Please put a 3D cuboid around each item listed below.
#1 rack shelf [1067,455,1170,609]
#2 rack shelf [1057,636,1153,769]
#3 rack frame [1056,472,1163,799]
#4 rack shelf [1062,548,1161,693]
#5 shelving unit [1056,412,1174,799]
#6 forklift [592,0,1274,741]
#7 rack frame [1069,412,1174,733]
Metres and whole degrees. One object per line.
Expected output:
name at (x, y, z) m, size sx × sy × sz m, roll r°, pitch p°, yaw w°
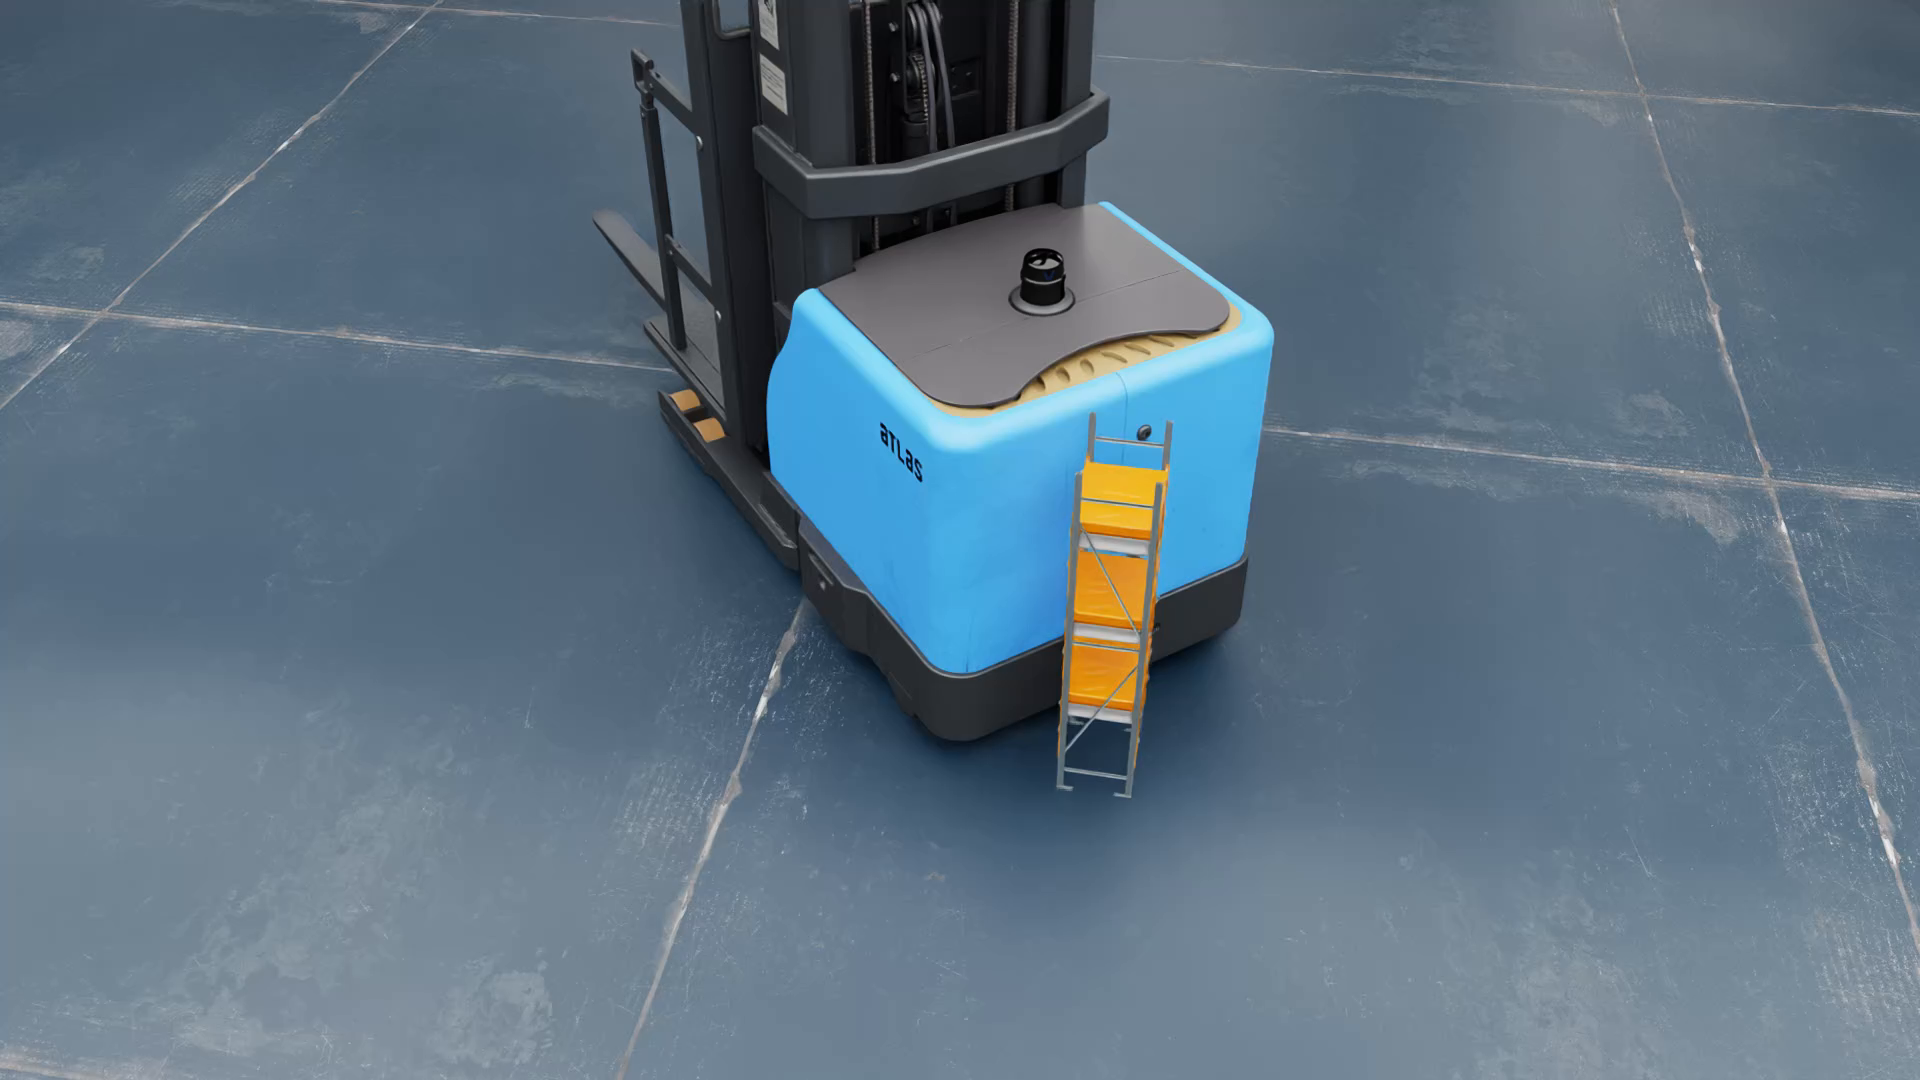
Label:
rack shelf at (0.383, -0.021, 4.021) m, size 0.215 × 0.259 × 0.240 m, roll 7°, pitch 40°, yaw 8°
rack shelf at (0.381, 0.414, 4.377) m, size 0.215 × 0.259 × 0.240 m, roll 7°, pitch 40°, yaw 8°
rack frame at (0.359, 0.266, 4.101) m, size 0.200 × 1.050 × 0.008 m, roll 7°, pitch 40°, yaw 8°
rack shelf at (0.382, 0.199, 4.201) m, size 0.215 × 0.259 × 0.240 m, roll 7°, pitch 40°, yaw 8°
shelving unit at (0.382, 0.190, 4.194) m, size 0.215 × 1.050 × 0.252 m, roll 7°, pitch 40°, yaw 8°
forklift at (-0.361, -1.506, 4.771) m, size 1.130 × 2.935 × 3.031 m, roll -21°, pitch 44°, yaw -23°
rack frame at (0.405, 0.115, 4.287) m, size 0.200 × 1.050 × 0.008 m, roll 7°, pitch 40°, yaw 8°
